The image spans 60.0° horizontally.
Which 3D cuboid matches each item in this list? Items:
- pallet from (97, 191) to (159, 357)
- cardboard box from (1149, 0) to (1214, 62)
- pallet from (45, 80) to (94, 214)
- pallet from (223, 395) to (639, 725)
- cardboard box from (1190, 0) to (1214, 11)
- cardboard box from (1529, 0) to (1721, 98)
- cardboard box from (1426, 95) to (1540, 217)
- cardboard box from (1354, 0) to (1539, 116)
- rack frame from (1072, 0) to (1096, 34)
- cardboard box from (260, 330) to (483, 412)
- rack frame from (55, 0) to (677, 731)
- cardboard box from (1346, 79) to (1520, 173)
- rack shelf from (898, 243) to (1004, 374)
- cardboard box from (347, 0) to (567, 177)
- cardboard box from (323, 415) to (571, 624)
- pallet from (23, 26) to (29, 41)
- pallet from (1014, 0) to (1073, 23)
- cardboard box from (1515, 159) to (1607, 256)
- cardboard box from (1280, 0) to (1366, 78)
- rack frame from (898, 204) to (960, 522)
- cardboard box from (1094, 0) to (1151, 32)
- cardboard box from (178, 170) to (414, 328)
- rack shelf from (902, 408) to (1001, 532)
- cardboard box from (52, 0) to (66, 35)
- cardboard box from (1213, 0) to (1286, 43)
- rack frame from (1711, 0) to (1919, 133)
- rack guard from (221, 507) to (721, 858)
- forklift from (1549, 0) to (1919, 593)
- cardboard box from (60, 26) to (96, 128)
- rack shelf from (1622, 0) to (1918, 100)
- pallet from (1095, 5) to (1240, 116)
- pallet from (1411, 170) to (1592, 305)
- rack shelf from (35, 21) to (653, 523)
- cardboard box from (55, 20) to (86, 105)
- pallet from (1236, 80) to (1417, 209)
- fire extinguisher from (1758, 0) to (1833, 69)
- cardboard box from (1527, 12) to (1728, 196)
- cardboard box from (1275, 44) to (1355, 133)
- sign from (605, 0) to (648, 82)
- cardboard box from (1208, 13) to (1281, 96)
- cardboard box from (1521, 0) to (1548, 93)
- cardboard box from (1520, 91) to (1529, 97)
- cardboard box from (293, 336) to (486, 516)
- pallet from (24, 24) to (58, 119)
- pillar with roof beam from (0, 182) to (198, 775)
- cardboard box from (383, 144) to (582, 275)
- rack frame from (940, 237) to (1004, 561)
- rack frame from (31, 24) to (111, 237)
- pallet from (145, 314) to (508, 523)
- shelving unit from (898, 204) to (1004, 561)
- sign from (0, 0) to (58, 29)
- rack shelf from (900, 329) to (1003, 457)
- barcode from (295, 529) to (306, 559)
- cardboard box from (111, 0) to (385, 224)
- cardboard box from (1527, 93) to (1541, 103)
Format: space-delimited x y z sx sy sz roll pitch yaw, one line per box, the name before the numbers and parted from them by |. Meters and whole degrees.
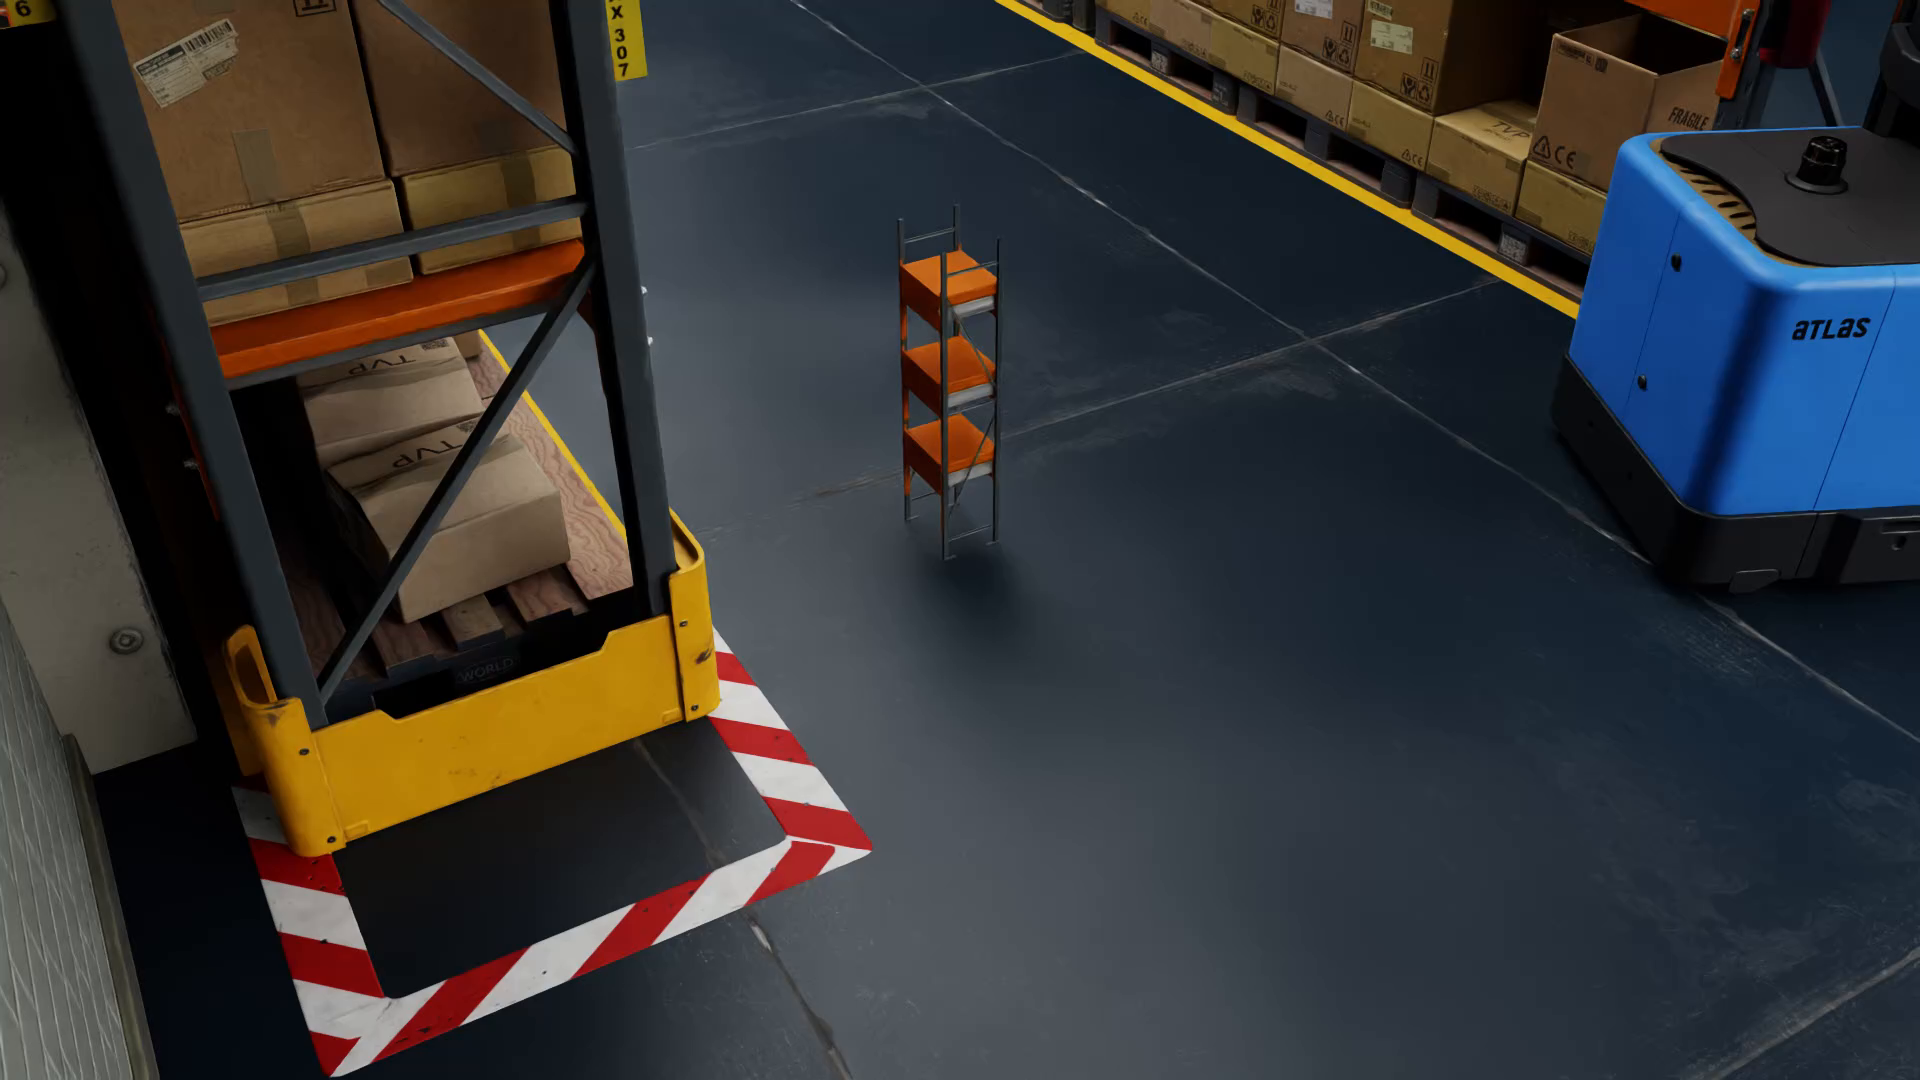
pallet | -2.839 -1.206 6.722 1.003 0.211 1.213 -19 40 -24
cardboard box | 1.292 -2.610 8.256 0.500 0.250 0.500 -19 40 -24
pallet | -3.599 -1.935 7.720 1.003 0.211 1.213 -19 40 -24
pallet | -1.613 0.038 5.019 1.003 0.211 1.213 -19 40 -24
cardboard box | 1.295 -2.914 8.036 0.500 0.500 0.500 -19 40 -24
cardboard box | 2.754 -2.050 6.853 0.500 0.500 0.500 -19 40 -24
cardboard box | 2.298 -1.591 6.860 0.500 0.250 0.500 -19 40 -24
cardboard box | 2.042 -2.147 6.986 0.500 0.500 0.500 -19 40 -24
rack frame | 1.074 -4.134 8.367 1.000 3.000 0.127 -19 40 -24
cardboard box | -2.079 -0.852 5.619 0.700 0.500 0.500 -22 41 -27
rack frame | -1.197 -0.624 3.562 1.000 3.000 0.127 -19 40 -24
cardboard box | 2.045 -1.845 7.208 0.500 0.250 0.500 -19 40 -24
rack shelf | -0.027 -0.672 4.817 0.215 0.259 0.240 -19 40 -24
cardboard box | -1.177 -1.207 3.834 0.500 0.500 0.500 -19 40 -24
cardboard box | -1.467 -0.096 4.745 0.500 0.311 0.500 -24 42 -29
pallet | -4.825 -3.179 9.424 1.003 0.211 1.213 -19 40 -24
pallet | 0.671 -3.372 9.688 1.003 0.211 1.213 -19 40 -24
cardboard box | 2.559 -1.339 6.516 0.500 0.250 0.500 -19 40 -24
cardboard box | 1.792 -2.402 7.336 0.500 0.500 0.500 -19 40 -24
rack frame | -0.088 -0.513 5.063 0.200 1.050 0.008 -19 40 -24
cardboard box | 1.045 -2.867 8.607 0.500 0.250 0.500 -19 40 -24
cardboard box | -1.600 -0.753 3.848 0.500 0.250 0.500 -18 40 -23
rack shelf | -0.027 -0.218 5.148 0.215 0.259 0.240 -19 40 -24
cardboard box | -2.126 -1.574 4.336 0.500 0.500 0.500 -20 41 -25
cardboard box | 1.539 -2.657 7.684 0.500 0.500 0.500 -19 40 -24
rack frame | 3.084 -2.094 5.574 1.000 3.000 0.127 -19 40 -24
rack guard | -1.235 0.346 4.352 1.175 0.500 0.348 -19 40 -24
forklift | 3.573 -1.379 4.652 3.031 2.935 1.130 -3 36 -4
cardboard box | -2.126 -1.269 4.555 0.500 0.250 0.500 -19 40 -24
rack shelf | 2.079 -2.824 7.183 1.077 0.370 4.000 -19 40 -24
pallet | 1.438 -2.590 8.617 1.003 0.211 1.213 -19 40 -24
pallet | 2.664 -1.346 6.913 1.003 0.211 1.213 -19 40 -24
rack shelf | -2.202 -1.354 5.170 1.077 0.370 4.000 -19 40 -24
cardboard box | -2.382 -1.526 4.907 0.500 0.250 0.500 -18 40 -23
pallet | 2.055 -1.967 7.764 1.003 0.211 1.213 -19 40 -24
fire extinguisher | 2.742 -1.865 5.326 0.296 0.674 0.183 -19 40 -24
cardboard box | 2.557 -1.641 6.294 0.500 0.500 0.500 -19 40 -24
cardboard box | 1.795 -2.101 7.558 0.500 0.250 0.500 -19 40 -24
sign | -0.728 -1.135 3.527 0.100 0.325 0.005 -19 40 -24
cardboard box | 1.539 -2.354 7.905 0.500 0.250 0.500 -19 40 -24
cardboard box | 2.492 -2.301 7.197 0.500 0.500 0.500 -19 40 -24
cardboard box | 2.502 -2.002 7.423 0.500 0.250 0.500 -19 40 -24
cardboard box | -1.753 -0.386 5.143 0.500 0.311 0.500 -16 39 -20
pallet | -4.216 -2.558 8.573 1.003 0.211 1.213 -19 40 -24
pillar with roof beam | 1.426 -4.423 3.677 9.100 9.000 0.400 -19 40 -24
cardboard box | -1.168 -0.915 4.070 0.500 0.250 0.500 -20 41 -25
rack frame | 0.034 -0.389 4.893 0.200 1.050 0.008 -19 40 -24
rack frame | -3.207 -2.664 6.355 1.000 3.000 0.127 -19 40 -24
pallet | -2.222 -0.583 5.870 1.003 0.211 1.213 -19 40 -24
shelving unit | -0.027 -0.451 4.978 0.215 1.050 0.252 -19 40 -24
sign | -1.687 -1.065 2.916 0.100 0.325 0.005 -19 40 -24
rack shelf | -0.027 -0.443 4.984 0.215 0.259 0.240 -19 40 -24
barcode | -1.822 0.010 4.592 0.001 0.075 0.075 -19 40 -24
cardboard box | -1.618 -1.052 3.622 0.500 0.500 0.500 -19 40 -24
cardboard box | 2.753 -1.747 7.073 0.500 0.250 0.500 -19 40 -24
